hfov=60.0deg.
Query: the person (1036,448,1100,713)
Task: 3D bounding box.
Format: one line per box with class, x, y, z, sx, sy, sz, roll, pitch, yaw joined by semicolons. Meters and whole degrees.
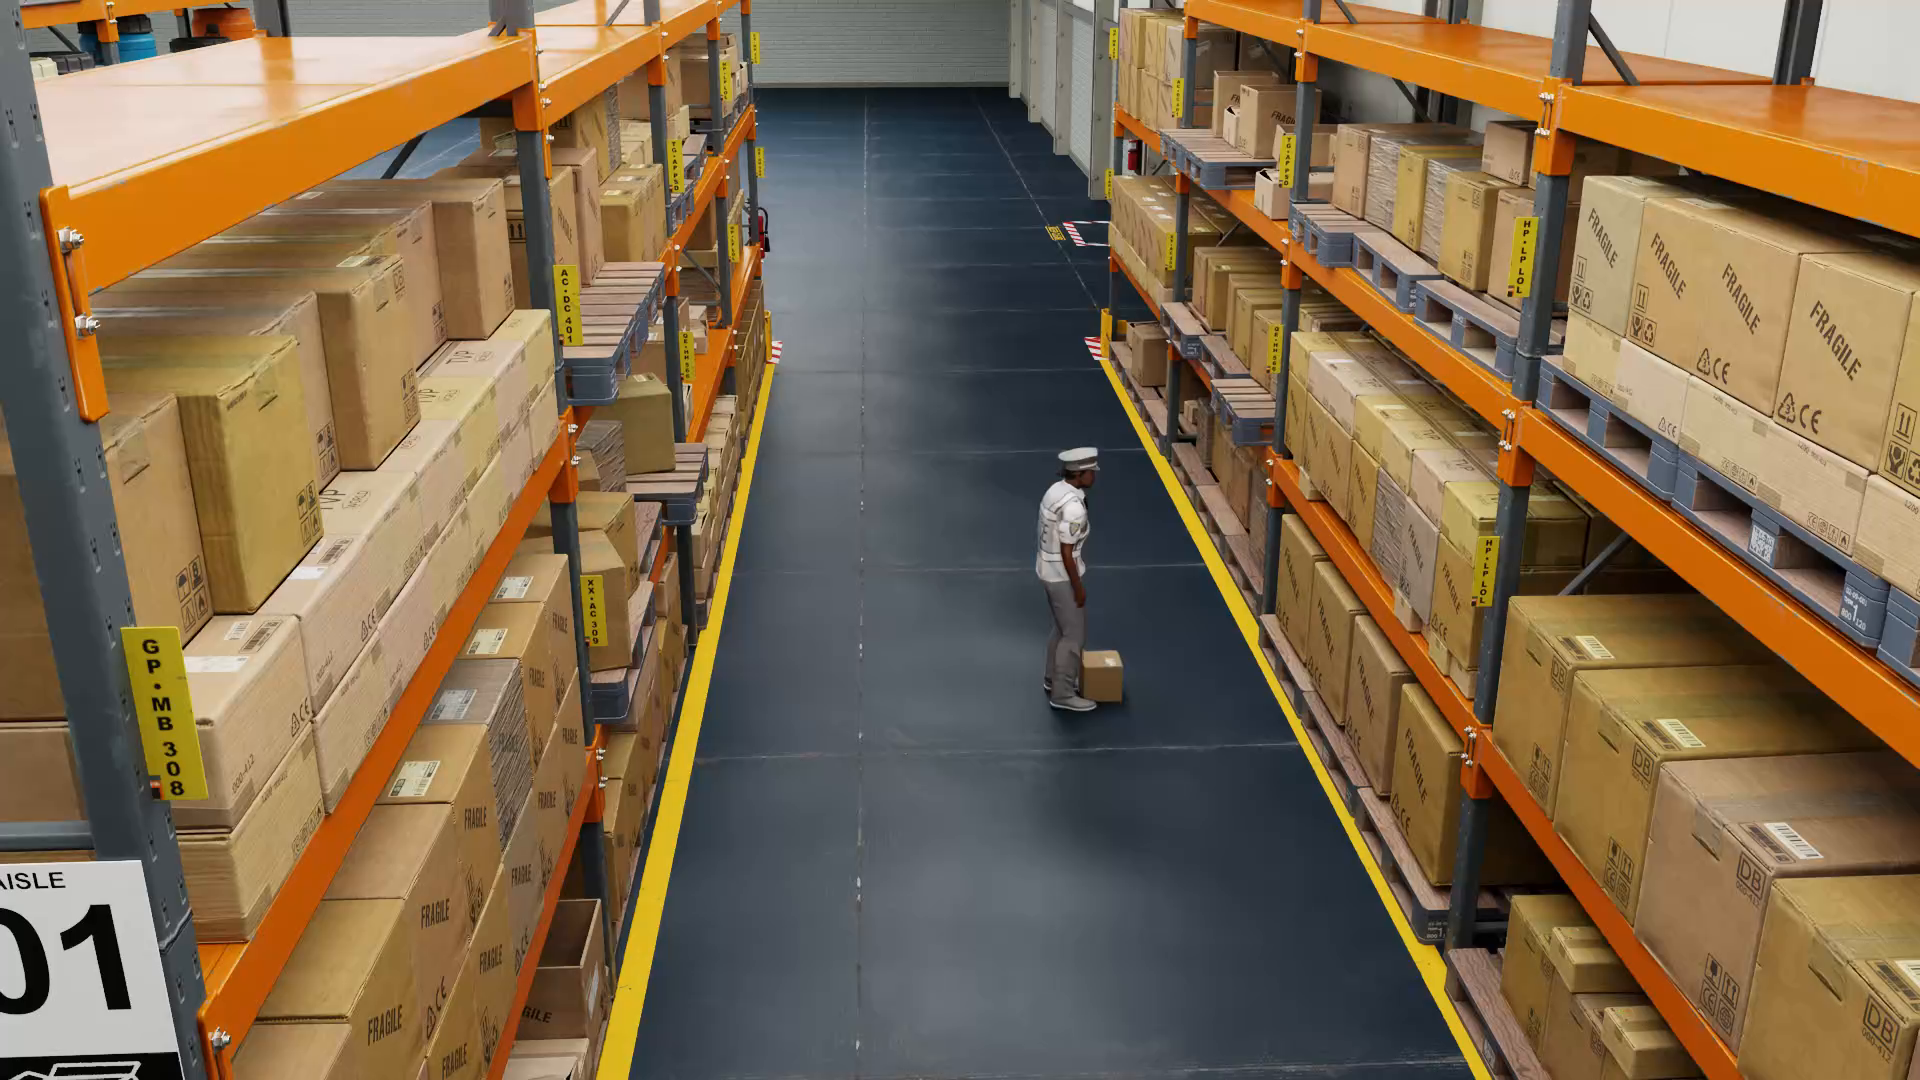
person;0.676;0.234;10.453;0.386;1.660;0.505;-2;21;-5
